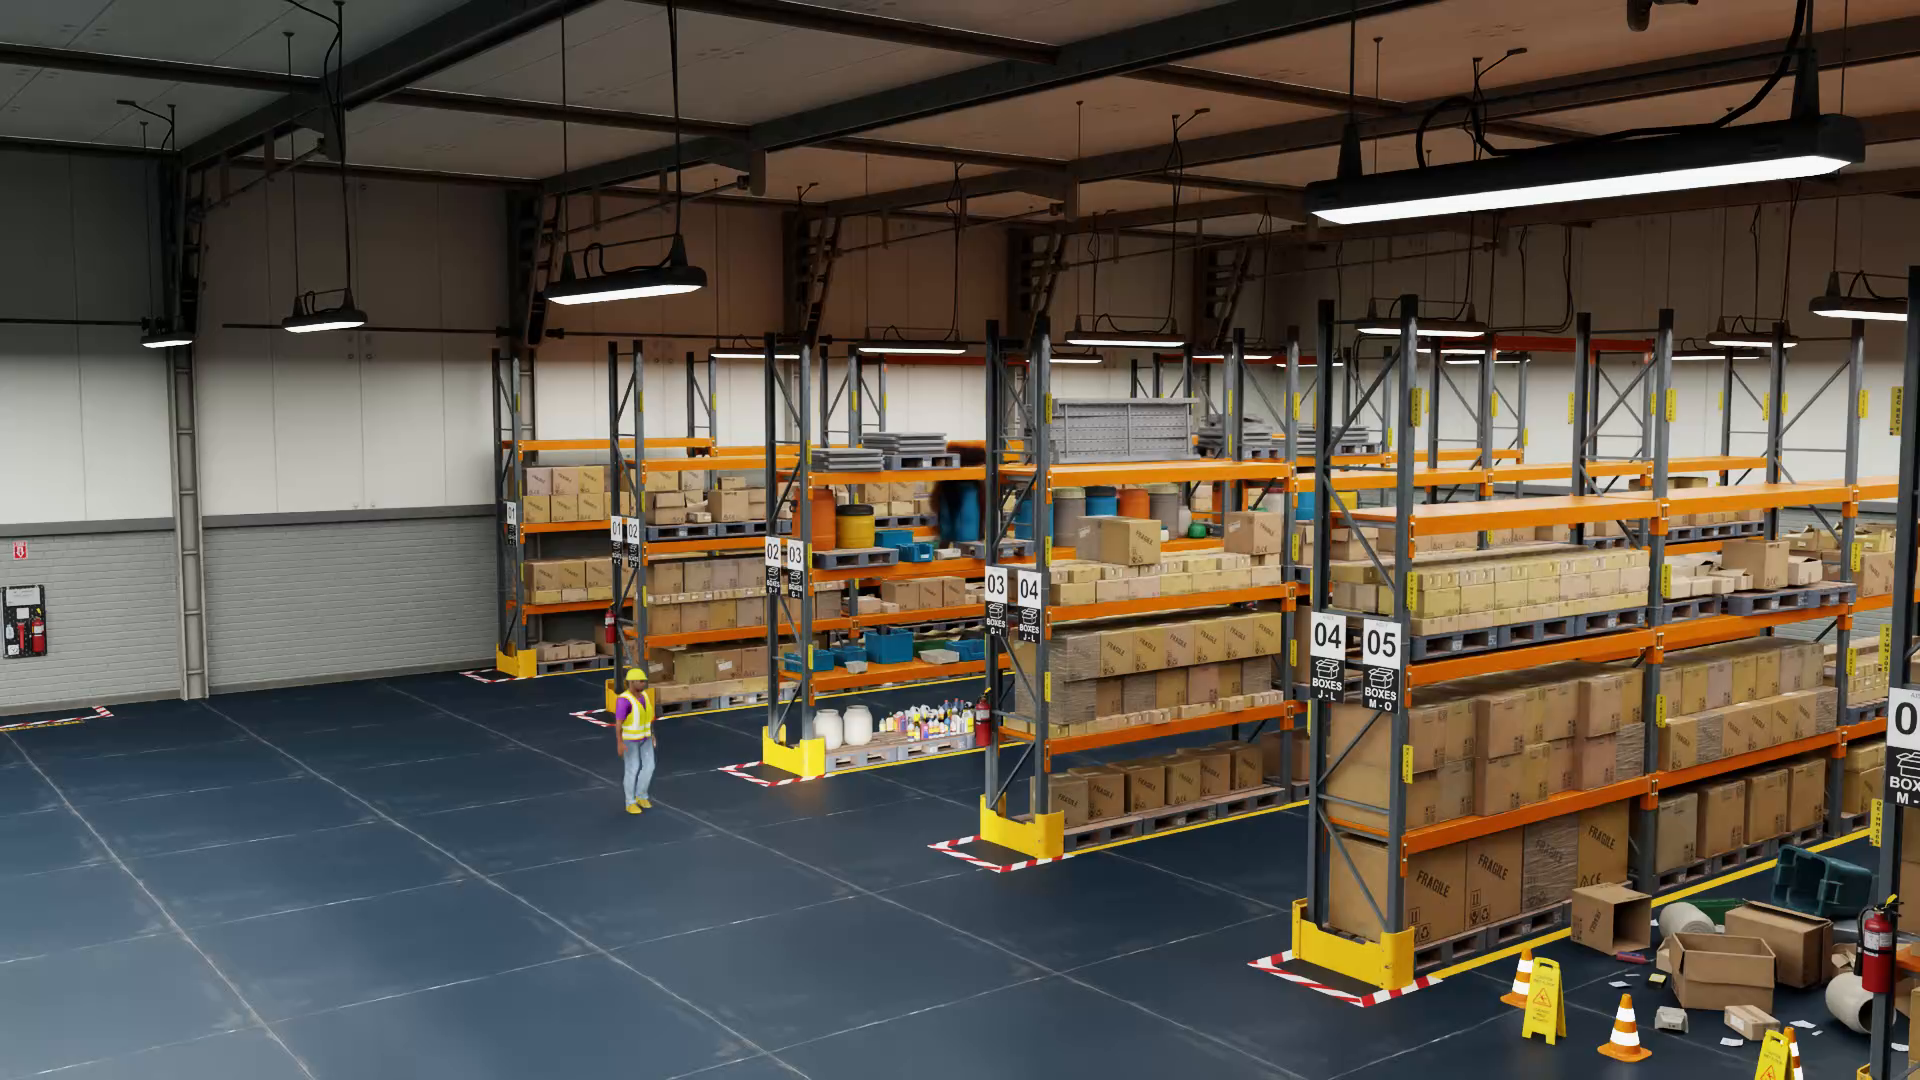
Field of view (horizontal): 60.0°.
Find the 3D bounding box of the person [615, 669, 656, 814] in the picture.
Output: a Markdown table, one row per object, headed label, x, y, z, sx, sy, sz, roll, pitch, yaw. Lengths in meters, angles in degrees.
| label | x | y | z | sx | sy | sz | roll | pitch | yaw |
| --- | --- | --- | --- | --- | --- | --- | --- | --- | --- |
| person | -4.018 | 2.510 | 20.656 | 0.395 | 1.839 | 0.676 | 3 | 6 | 28 |
